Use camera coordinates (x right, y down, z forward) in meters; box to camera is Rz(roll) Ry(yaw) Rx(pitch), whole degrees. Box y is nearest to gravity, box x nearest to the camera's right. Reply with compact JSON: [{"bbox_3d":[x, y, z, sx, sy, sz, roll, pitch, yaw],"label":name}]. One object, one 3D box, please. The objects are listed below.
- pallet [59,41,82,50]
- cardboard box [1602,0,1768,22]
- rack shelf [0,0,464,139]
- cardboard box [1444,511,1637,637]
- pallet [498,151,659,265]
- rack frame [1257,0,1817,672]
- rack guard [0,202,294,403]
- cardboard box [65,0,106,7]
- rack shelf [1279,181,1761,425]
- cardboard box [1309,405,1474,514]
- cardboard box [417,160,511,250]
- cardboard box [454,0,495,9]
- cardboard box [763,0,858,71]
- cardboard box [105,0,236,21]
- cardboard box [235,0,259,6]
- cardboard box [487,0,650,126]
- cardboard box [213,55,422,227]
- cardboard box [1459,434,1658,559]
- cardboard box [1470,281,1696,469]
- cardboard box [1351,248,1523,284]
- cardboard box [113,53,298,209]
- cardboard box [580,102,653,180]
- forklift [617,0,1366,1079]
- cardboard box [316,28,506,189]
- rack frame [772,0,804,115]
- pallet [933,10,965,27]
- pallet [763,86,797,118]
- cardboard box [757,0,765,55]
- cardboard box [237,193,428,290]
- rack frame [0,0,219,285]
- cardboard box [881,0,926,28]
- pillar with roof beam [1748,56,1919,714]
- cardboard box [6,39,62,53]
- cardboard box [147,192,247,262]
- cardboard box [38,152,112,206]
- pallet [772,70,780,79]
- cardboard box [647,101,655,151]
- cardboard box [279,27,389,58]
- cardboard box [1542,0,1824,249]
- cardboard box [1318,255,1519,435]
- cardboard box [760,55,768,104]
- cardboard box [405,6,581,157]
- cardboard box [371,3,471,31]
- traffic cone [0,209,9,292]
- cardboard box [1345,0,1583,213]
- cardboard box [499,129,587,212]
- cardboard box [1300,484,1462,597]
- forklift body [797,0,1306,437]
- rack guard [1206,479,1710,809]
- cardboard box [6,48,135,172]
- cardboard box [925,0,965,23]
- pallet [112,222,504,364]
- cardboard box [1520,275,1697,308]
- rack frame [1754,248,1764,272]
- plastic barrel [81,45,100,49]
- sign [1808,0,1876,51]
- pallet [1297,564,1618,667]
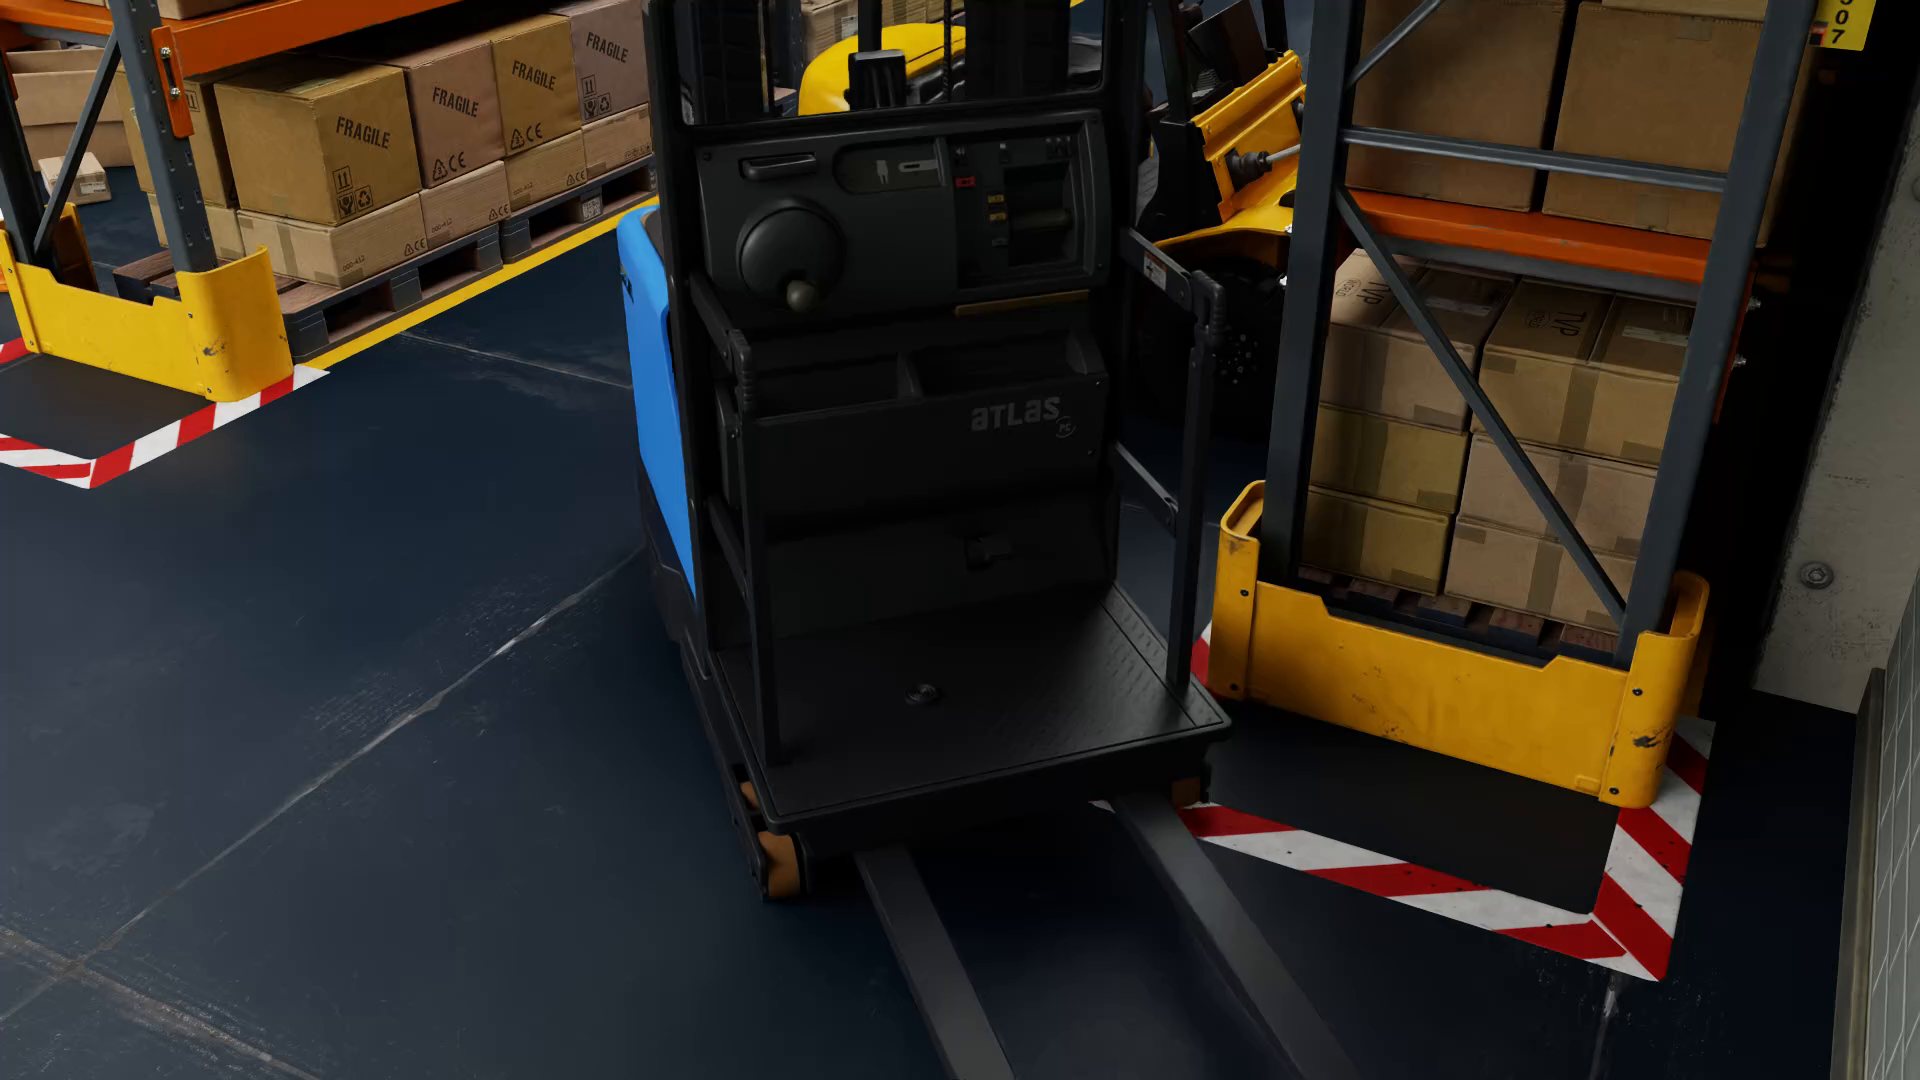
[{"bbox_3d":[-6.204,-3.293,10.773,1.003,0.211,1.213,14,33,23],"label":"pallet"},{"bbox_3d":[1.649,-1.262,3.684,0.380,0.149,0.250,13,32,22],"label":"cardboard box"},{"bbox_3d":[-2.246,-2.545,7.393,1.077,0.370,4.000,14,33,23],"label":"rack shelf"},{"bbox_3d":[1.661,-0.009,4.594,0.500,0.250,0.500,14,33,23],"label":"cardboard box"},{"bbox_3d":[-2.164,-1.686,7.974,1.003,0.211,1.213,14,33,23],"label":"pallet"},{"bbox_3d":[1.263,-0.846,3.711,1.000,3.000,0.127,14,33,23],"label":"rack frame"},{"bbox_3d":[-3.123,-0.920,6.351,1.175,0.500,0.348,14,33,23],"label":"rack guard"},{"bbox_3d":[-3.177,-2.076,6.105,0.380,0.149,0.250,15,33,25],"label":"cardboard box"},{"bbox_3d":[2.174,-1.421,5.435,1.077,0.370,4.000,14,33,23],"label":"rack shelf"},{"bbox_3d":[1.207,-0.339,4.666,0.500,0.250,0.500,14,33,23],"label":"cardboard box"},{"bbox_3d":[-2.304,-1.480,7.154,0.500,0.250,0.500,16,33,25],"label":"cardboard box"},{"bbox_3d":[-2.315,-2.389,7.984,0.500,0.500,0.500,16,34,26],"label":"cardboard box"},{"bbox_3d":[-1.098,-3.020,9.713,0.950,0.372,0.625,15,33,24],"label":"cardboard box"},{"bbox_3d":[-2.818,-1.965,5.912,0.380,0.149,0.250,14,33,23],"label":"cardboard box"},{"bbox_3d":[-2.716,-2.081,6.113,0.380,0.149,0.250,15,33,24],"label":"cardboard box"},{"bbox_3d":[-1.827,-2.283,7.800,0.500,0.500,0.500,16,34,26],"label":"cardboard box"},{"bbox_3d":[-2.533,-1.591,6.595,0.500,0.500,0.500,13,32,22],"label":"cardboard box"},{"bbox_3d":[1.662,-0.214,4.448,0.500,0.250,0.500,15,33,24],"label":"cardboard box"},{"bbox_3d":[1.651,-0.440,4.339,0.500,0.250,0.500,14,33,23],"label":"cardboard box"},{"bbox_3d":[1.423,-0.772,4.918,0.500,0.250,0.500,15,33,24],"label":"cardboard box"},{"bbox_3d":[-3.024,-1.700,6.784,0.500,0.500,0.500,15,33,24],"label":"cardboard box"},{"bbox_3d":[-1.834,-1.948,7.969,0.500,0.250,0.500,15,33,24],"label":"cardboard box"},{"bbox_3d":[-0.037,-0.675,3.483,1.130,2.935,3.031,-10,31,-16],"label":"forklift"},{"bbox_3d":[-2.299,-1.824,7.000,0.500,0.500,0.500,13,32,21],"label":"cardboard box"},{"bbox_3d":[-1.335,-3.744,8.757,1.000,3.000,0.127,14,33,23],"label":"rack frame"},{"bbox_3d":[-0.427,-3.423,10.999,1.003,0.211,1.213,14,33,23],"label":"pallet"},{"bbox_3d":[-1.609,-2.229,8.919,1.003,0.211,1.213,14,33,23],"label":"pallet"},{"bbox_3d":[-1.366,-2.736,8.588,0.500,0.500,0.500,14,33,23],"label":"cardboard box"},{"bbox_3d":[-2.543,-1.255,6.763,0.500,0.250,0.500,14,33,23],"label":"cardboard box"},{"bbox_3d":[-3.157,-1.971,5.669,1.000,3.000,0.127,14,33,23],"label":"rack frame"},{"bbox_3d":[-0.774,-3.339,10.269,0.950,0.372,0.625,16,34,26],"label":"cardboard box"},{"bbox_3d":[-1.450,-4.529,4.100,9.100,9.000,0.400,14,33,23],"label":"pillar with roof beam"},{"bbox_3d":[-5.581,-2.818,9.653,0.500,0.500,0.500,21,36,32],"label":"cardboard box"},{"bbox_3d":[-3.017,-1.390,6.998,0.500,0.250,0.500,14,33,23],"label":"cardboard box"},{"bbox_3d":[-4.359,-1.773,8.189,0.250,0.149,0.380,-18,34,-28],"label":"cardboard box"},{"bbox_3d":[-0.982,-2.880,10.053,1.003,0.211,1.213,14,33,23],"label":"pallet"},{"bbox_3d":[-1.599,-2.172,8.360,0.500,0.250,0.500,13,32,22],"label":"cardboard box"},{"bbox_3d":[-2.790,-1.932,7.189,0.500,0.500,0.500,16,33,25],"label":"cardboard box"},{"bbox_3d":[1.736,-1.046,3.959,0.500,0.500,0.500,15,33,25],"label":"cardboard box"},{"bbox_3d":[1.195,-0.544,4.521,0.500,0.250,0.500,15,33,25],"label":"cardboard box"},{"bbox_3d":[-1.365,-2.411,8.775,0.500,0.250,0.500,16,33,25],"label":"cardboard box"},{"bbox_3d":[-2.063,-2.044,7.384,0.500,0.500,0.500,15,33,24],"label":"cardboard box"},{"bbox_3d":[-2.553,-2.154,7.575,0.500,0.500,0.500,14,33,22],"label":"cardboard box"},{"bbox_3d":[-4.110,-1.354,7.143,0.336,0.463,0.334,14,33,23],"label":"traffic cone"},{"bbox_3d":[1.254,-1.167,4.170,0.500,0.500,0.500,14,33,22],"label":"cardboard box"},{"bbox_3d":[-2.067,-1.725,7.580,0.500,0.250,0.500,17,34,27],"label":"cardboard box"},{"bbox_3d":[1.196,-0.116,4.779,0.500,0.250,0.500,15,33,24],"label":"cardboard box"},{"bbox_3d":[0.503,-1.733,6.107,2.313,2.155,1.214,14,33,23],"label":"forklift body"},{"bbox_3d":[1.252,0.248,4.315,1.175,0.500,0.348,14,33,23],"label":"rack guard"},{"bbox_3d":[-4.611,-2.241,8.647,0.797,0.503,0.637,-7,31,-11],"label":"cardboard box"},{"bbox_3d":[-0.459,-3.648,10.807,0.950,0.372,0.625,15,33,25],"label":"cardboard box"},{"bbox_3d":[-2.721,-1.147,7.036,1.003,0.211,1.213,14,33,23],"label":"pallet"},{"bbox_3d":[1.875,-0.662,4.726,0.500,0.250,0.500,14,33,23],"label":"cardboard box"},{"bbox_3d":[3.086,-2.619,6.799,1.000,3.000,0.127,14,33,23],"label":"rack frame"},{"bbox_3d":[-4.939,-2.854,9.795,0.421,0.421,0.512,-12,32,-20],"label":"plastic barrel"},{"bbox_3d":[1.755,-1.127,3.252,0.100,0.325,0.005,14,33,23],"label":"sign"},{"bbox_3d":[1.574,0.014,5.013,1.003,0.211,1.213,14,33,23],"label":"pallet"}]
